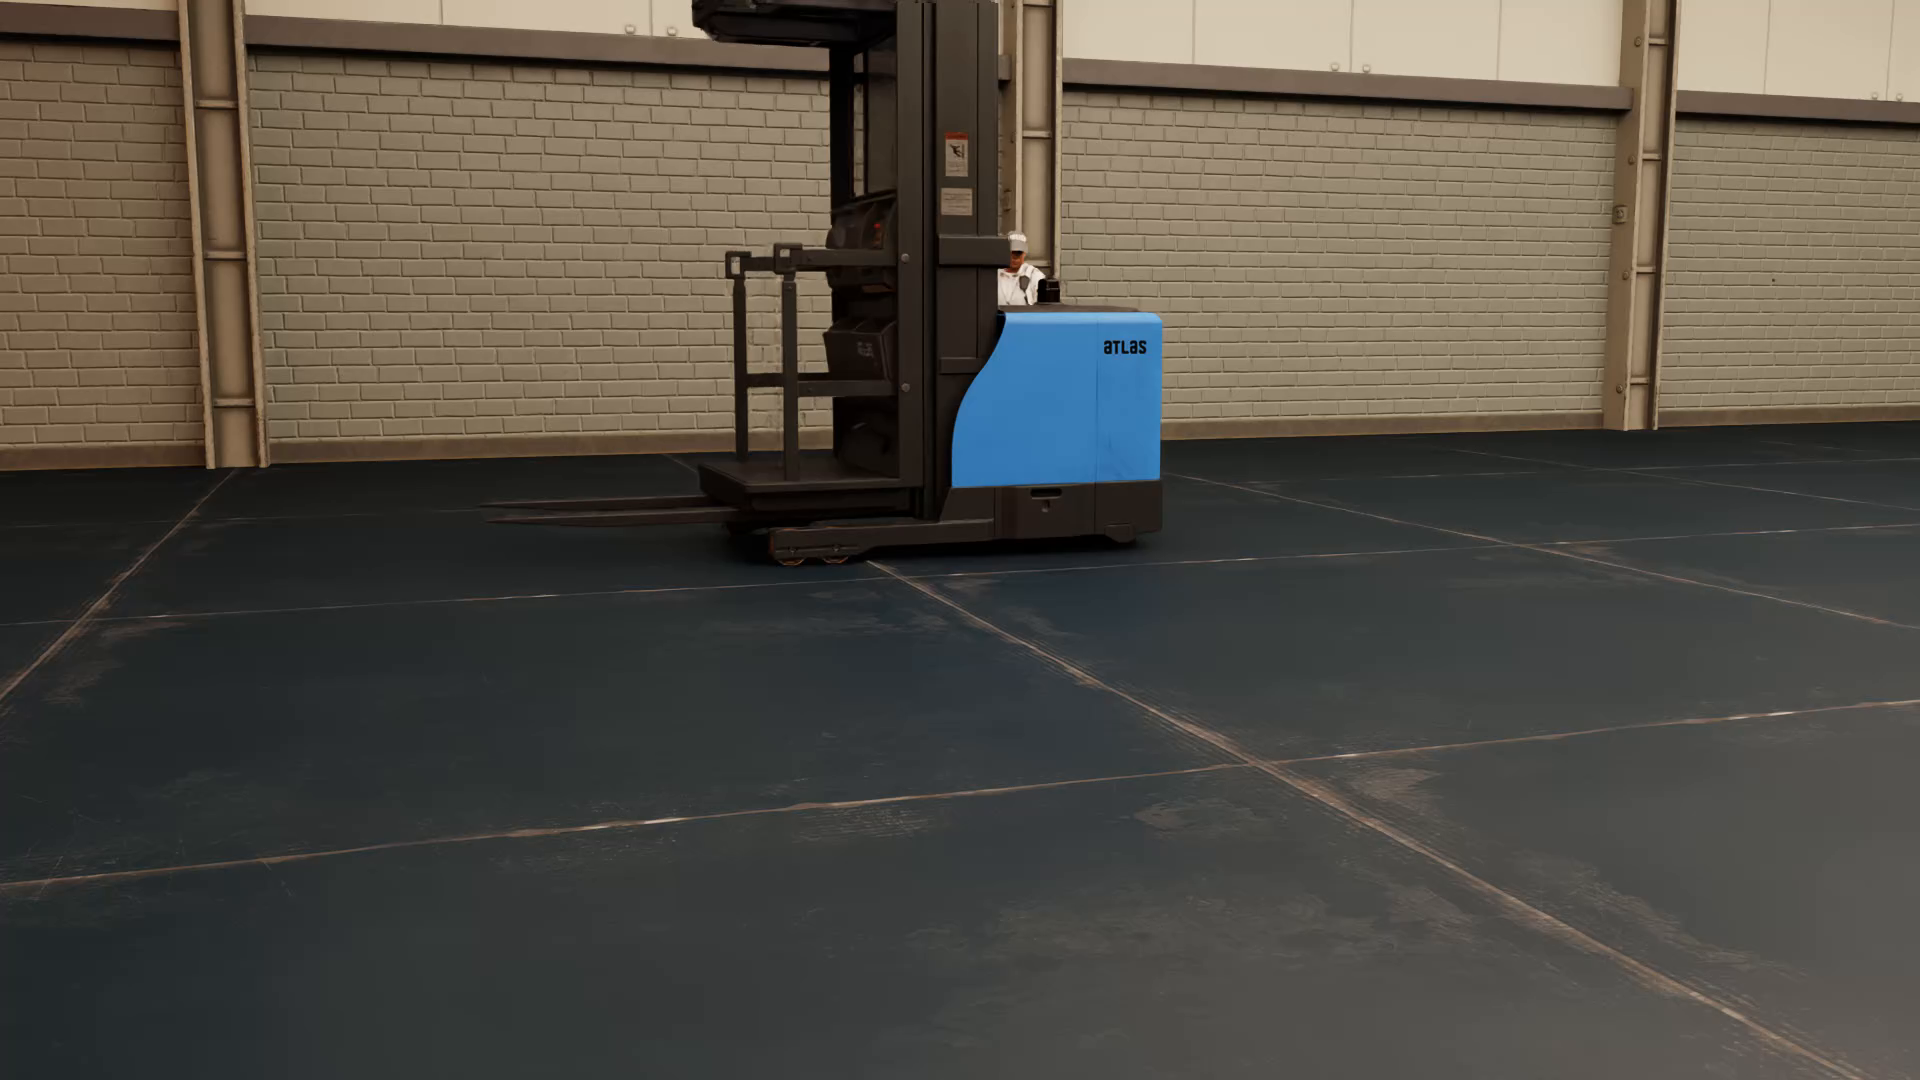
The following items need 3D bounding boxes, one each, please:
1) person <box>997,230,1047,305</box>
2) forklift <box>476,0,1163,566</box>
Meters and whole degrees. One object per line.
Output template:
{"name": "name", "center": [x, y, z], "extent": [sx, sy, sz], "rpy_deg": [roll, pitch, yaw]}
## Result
{"name": "person", "center": [0.410, -1.315, 11.535], "extent": [0.757, 1.640, 0.454], "rpy_deg": [1, 8, 11]}
{"name": "forklift", "center": [-0.634, -1.419, 7.483], "extent": [3.031, 2.935, 1.130], "rpy_deg": [-3, 8, -19]}
